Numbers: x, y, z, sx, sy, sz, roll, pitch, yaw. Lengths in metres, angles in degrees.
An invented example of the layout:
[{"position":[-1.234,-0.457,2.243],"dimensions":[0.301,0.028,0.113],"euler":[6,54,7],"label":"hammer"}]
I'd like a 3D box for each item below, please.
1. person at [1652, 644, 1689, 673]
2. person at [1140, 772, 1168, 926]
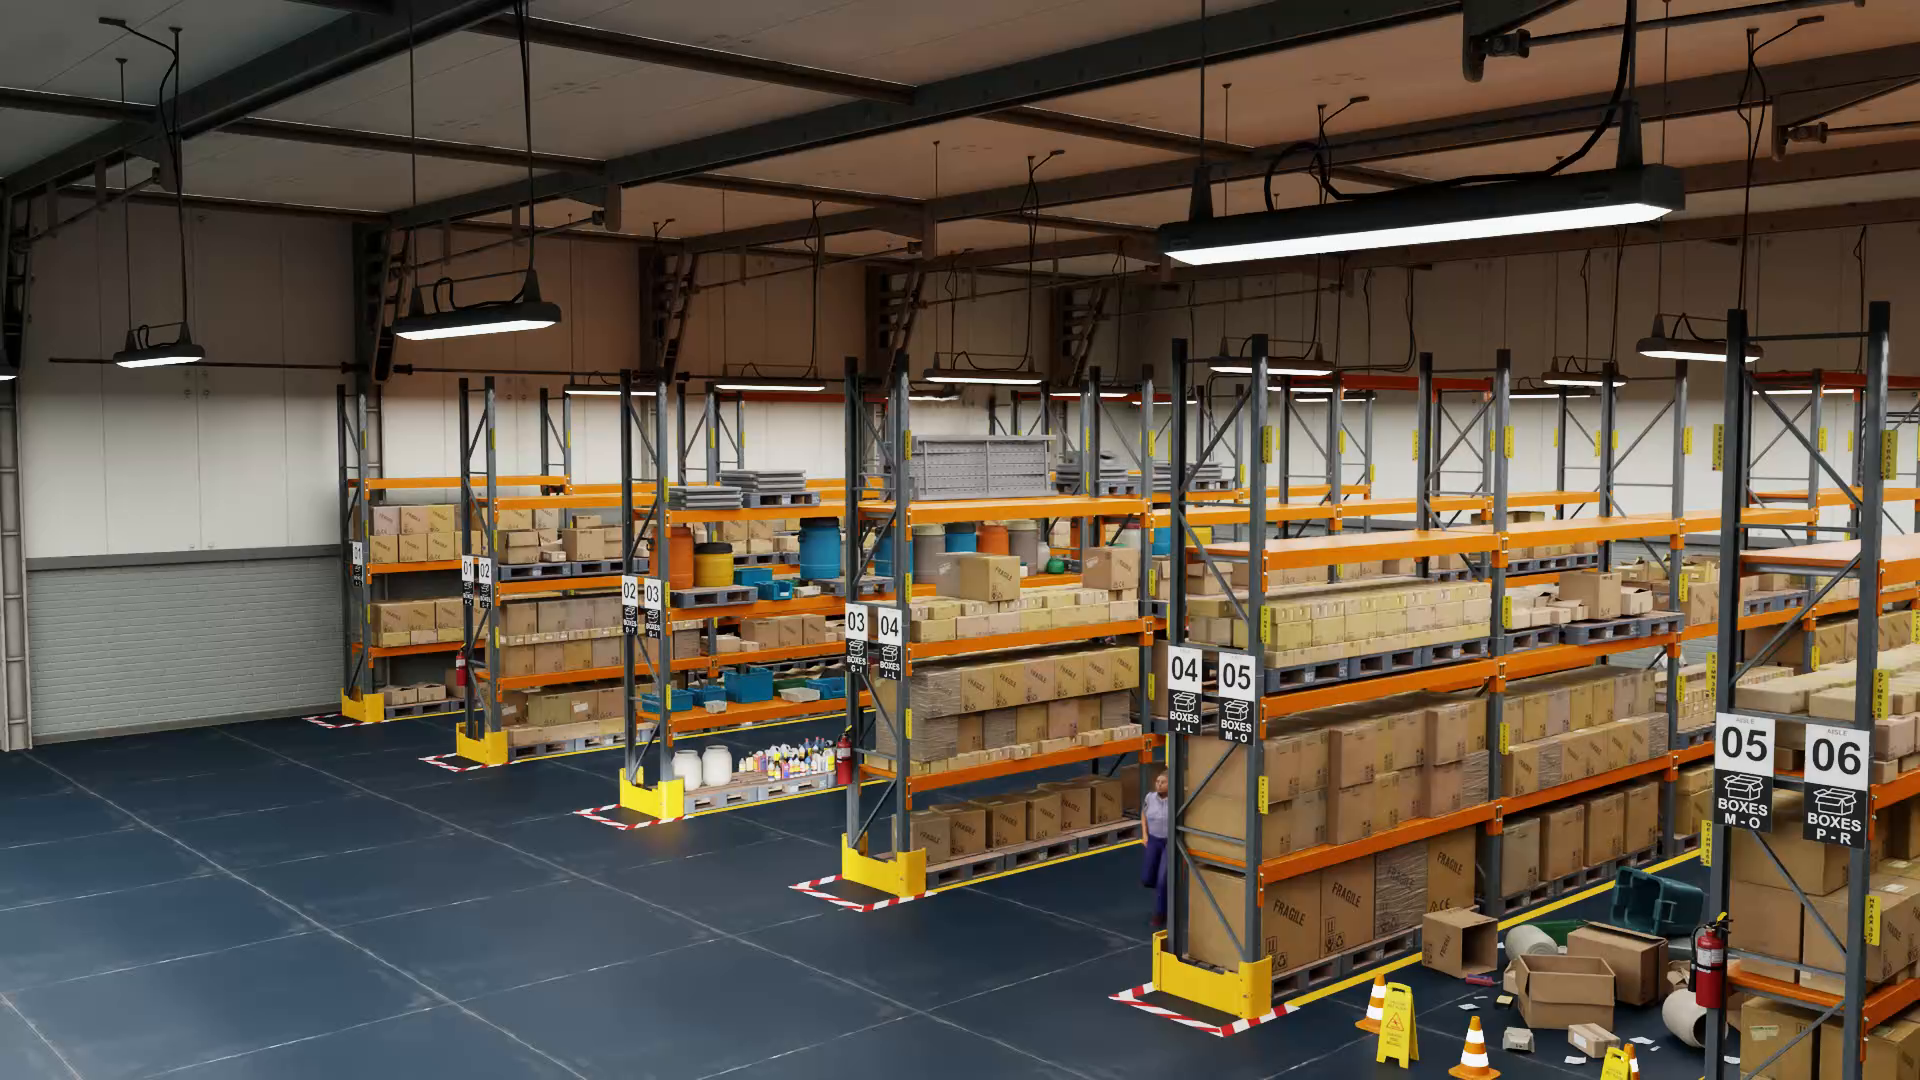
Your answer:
[{"position":[12.331,2.476,28.792],"dimensions":[0.655,1.604,0.771],"euler":[0,4,8],"label":"person"},{"position":[2.176,3.225,17.521],"dimensions":[0.622,1.610,0.545],"euler":[2,4,31],"label":"person"}]
